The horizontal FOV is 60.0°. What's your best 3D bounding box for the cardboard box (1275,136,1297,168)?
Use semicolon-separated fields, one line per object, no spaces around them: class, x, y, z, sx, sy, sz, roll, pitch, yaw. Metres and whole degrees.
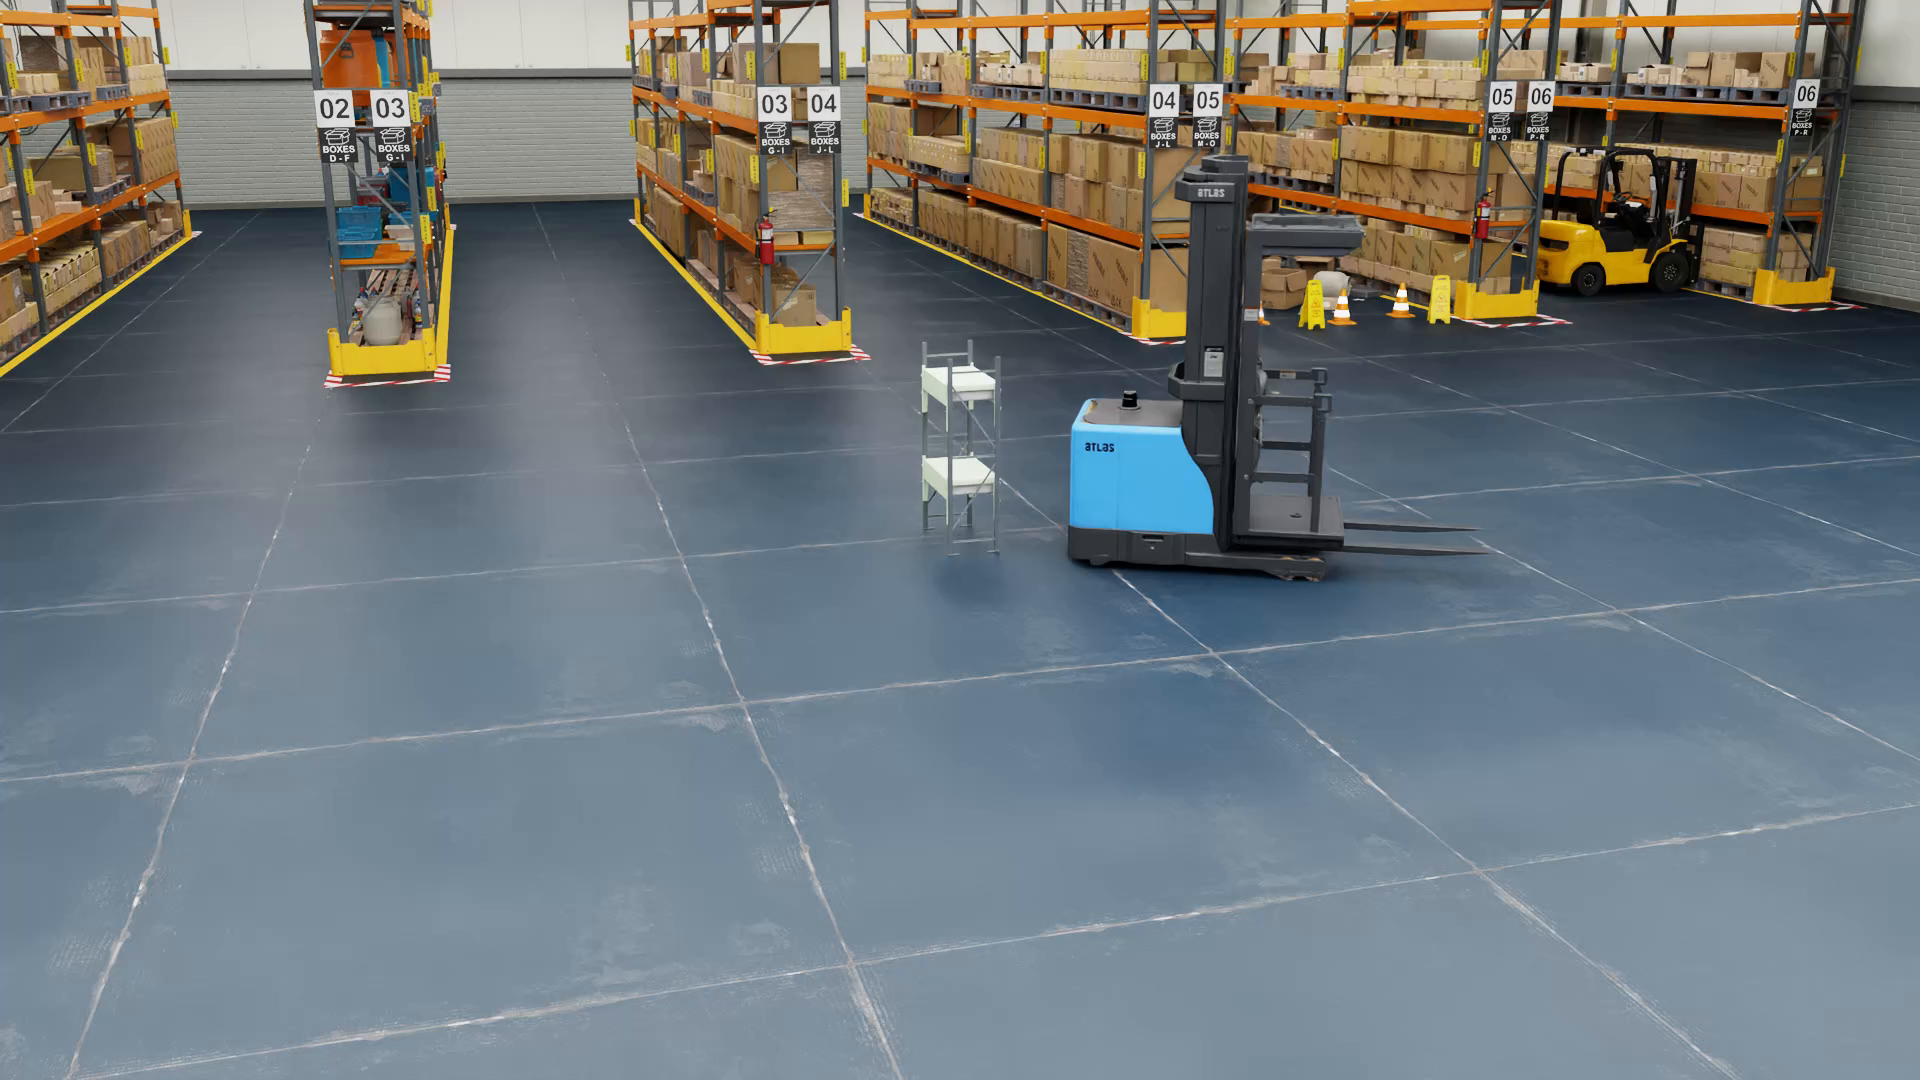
cardboard box;5.723;-6.622;28.362;0.500;0.500;0.500;-5;18;-17

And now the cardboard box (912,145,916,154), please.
cardboard box;-0.702;-7.496;31.881;0.380;0.149;0.250;-5;17;-16

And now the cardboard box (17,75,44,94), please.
cardboard box;-13.178;-6.379;23.289;0.500;0.250;0.500;-5;17;-16

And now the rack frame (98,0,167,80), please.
rack frame;-15.863;-10.322;31.674;1.000;3.000;0.127;-5;17;-15

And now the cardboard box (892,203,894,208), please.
cardboard box;-1.226;-7.051;34.918;0.380;0.149;0.250;-4;17;-12

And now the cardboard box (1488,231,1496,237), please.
cardboard box;10.319;-6.086;31.396;0.875;0.625;0.625;-4;17;-13

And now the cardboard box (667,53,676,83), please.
cardboard box;-4.721;-8.269;29.143;0.797;0.503;0.637;-5;17;-16

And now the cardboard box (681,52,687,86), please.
cardboard box;-4.121;-7.452;26.288;0.500;0.500;0.500;-5;17;-15

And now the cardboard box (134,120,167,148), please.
cardboard box;-15.190;-7.592;31.100;0.500;0.500;0.500;-4;17;-14

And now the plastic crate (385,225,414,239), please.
plastic crate;-7.112;-3.965;21.397;0.530;0.136;0.437;-5;17;-15

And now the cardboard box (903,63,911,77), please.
cardboard box;-0.813;-9.201;32.546;0.500;0.250;0.500;-6;18;-18

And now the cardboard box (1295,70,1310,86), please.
cardboard box;5.916;-7.693;27.666;0.500;0.250;0.500;-4;17;-15

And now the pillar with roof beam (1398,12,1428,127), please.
pillar with roof beam;5.598;-11.099;34.258;9.100;9.000;0.400;-5;17;-15

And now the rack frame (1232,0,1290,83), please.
rack frame;5.389;-9.675;29.520;1.000;3.000;0.127;-5;17;-15

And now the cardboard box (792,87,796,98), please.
cardboard box;-1.960;-5.595;20.719;0.380;0.149;0.250;-5;17;-16

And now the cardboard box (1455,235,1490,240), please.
cardboard box;7.477;-4.228;24.561;0.500;0.500;0.500;-5;18;-17

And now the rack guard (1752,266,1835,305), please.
rack guard;12.366;-3.779;24.663;1.175;0.500;0.348;-5;17;-15

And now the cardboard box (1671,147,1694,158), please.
cardboard box;11.493;-6.128;26.322;0.380;0.149;0.250;-5;17;-15

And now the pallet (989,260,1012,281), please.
pallet;1.134;-4.486;27.521;1.003;0.211;1.213;-5;17;-15

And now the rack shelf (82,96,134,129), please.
rack shelf;-14.215;-6.882;26.684;1.077;0.370;4.000;-5;17;-15

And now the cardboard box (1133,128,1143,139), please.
cardboard box;3.895;-8.544;34.270;0.500;0.500;0.500;-5;17;-16

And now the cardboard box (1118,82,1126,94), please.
cardboard box;2.299;-5.941;21.835;0.380;0.149;0.250;-4;17;-14

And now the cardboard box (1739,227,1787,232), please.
cardboard box;12.269;-4.632;25.469;0.500;0.250;0.500;-5;17;-15

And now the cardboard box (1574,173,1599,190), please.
cardboard box;10.870;-6.136;28.426;0.500;0.250;0.500;-4;17;-14

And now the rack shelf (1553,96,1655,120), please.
rack shelf;10.711;-7.734;29.523;1.077;0.370;4.000;-5;17;-15

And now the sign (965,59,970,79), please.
sign;0.136;-8.025;28.340;0.100;0.325;0.005;-5;17;-15

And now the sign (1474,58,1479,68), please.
sign;9.639;-8.837;31.046;0.100;0.325;0.005;-5;17;-15

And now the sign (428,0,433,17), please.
sign;-10.575;-10.606;33.181;0.100;0.325;0.005;-5;17;-15

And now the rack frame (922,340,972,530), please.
rack frame;-0.099;-0.818;13.067;0.400;1.500;0.023;-5;17;-15

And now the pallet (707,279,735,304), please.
pallet;-3.255;-3.792;25.209;1.003;0.211;1.213;-5;17;-15

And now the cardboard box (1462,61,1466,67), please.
cardboard box;9.811;-9.046;31.691;0.380;0.149;0.250;-5;18;-17

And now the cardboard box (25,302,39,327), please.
cardboard box;-12.228;-2.903;21.453;0.500;0.250;0.500;-5;17;-15

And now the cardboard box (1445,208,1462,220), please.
cardboard box;7.103;-4.617;23.544;0.380;0.149;0.250;-5;17;-16

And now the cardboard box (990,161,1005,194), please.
cardboard box;0.802;-6.005;27.556;0.500;0.500;0.500;-5;17;-15

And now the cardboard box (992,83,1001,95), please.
cardboard box;0.757;-8.046;29.137;0.500;0.500;0.500;-5;17;-15

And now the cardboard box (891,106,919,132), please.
cardboard box;-1.105;-8.552;33.780;0.500;0.500;0.500;-4;17;-14

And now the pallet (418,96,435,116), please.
pallet;-7.510;-5.675;21.744;1.213;0.211;1.003;-5;17;-15

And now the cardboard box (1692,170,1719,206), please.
cardboard box;11.697;-5.432;25.647;0.500;0.500;0.500;-5;17;-16

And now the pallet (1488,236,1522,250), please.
pallet;10.350;-5.629;31.325;1.003;0.211;1.213;-5;17;-15

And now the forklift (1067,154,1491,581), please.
forklift;2.361;-1.271;12.090;3.031;2.935;1.130;3;17;10

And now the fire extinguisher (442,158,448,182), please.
fire extinguisher;-10.704;-7.702;34.161;0.296;0.674;0.183;-5;17;-15

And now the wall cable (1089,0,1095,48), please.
wall cable;4.770;-13.726;42.939;2.988;3.039;0.133;-5;17;-15

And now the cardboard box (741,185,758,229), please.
cardboard box;-2.318;-4.279;21.293;0.875;0.500;0.500;-5;17;-15

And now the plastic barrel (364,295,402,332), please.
plastic barrel;-7.095;-2.738;20.449;0.421;0.512;0.421;0;17;0

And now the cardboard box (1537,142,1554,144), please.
cardboard box;10.768;-7.199;30.404;0.380;0.149;0.250;-5;17;-16

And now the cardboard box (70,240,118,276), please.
cardboard box;-13.515;-4.398;25.961;0.500;0.500;0.500;-4;17;-13

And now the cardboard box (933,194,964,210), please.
cardboard box;-0.208;-6.338;31.151;0.500;0.250;0.500;-4;17;-13

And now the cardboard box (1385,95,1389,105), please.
cardboard box;6.624;-6.622;25.007;0.380;0.149;0.250;-5;18;-17

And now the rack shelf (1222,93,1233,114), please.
rack shelf;4.840;-8.447;31.896;1.077;0.370;4.000;-5;17;-15

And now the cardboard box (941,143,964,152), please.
cardboard box;-0.133;-7.063;29.925;0.380;0.149;0.250;-4;17;-14

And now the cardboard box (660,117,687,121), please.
cardboard box;-5.951;-8.547;34.632;0.500;0.500;0.500;-4;17;-15

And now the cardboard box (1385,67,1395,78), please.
cardboard box;6.588;-6.998;24.872;0.380;0.149;0.250;-5;18;-17

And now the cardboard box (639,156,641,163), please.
cardboard box;-6.415;-7.845;34.292;0.380;0.149;0.250;-5;17;-17

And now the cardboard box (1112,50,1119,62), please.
cardboard box;2.227;-6.395;21.960;0.380;0.149;0.250;-4;17;-14

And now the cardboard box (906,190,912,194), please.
cardboard box;-0.934;-7.378;35.490;0.380;0.149;0.250;-5;18;-17

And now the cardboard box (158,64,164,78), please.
cardboard box;-15.477;-8.931;31.649;0.500;0.250;0.500;-5;17;-15

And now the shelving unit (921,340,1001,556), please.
shelving unit;0.002;-0.716;12.730;0.431;1.500;0.755;-5;17;-15

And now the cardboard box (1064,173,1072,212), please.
cardboard box;2.043;-5.097;24.445;0.875;0.550;0.550;-5;17;-15
